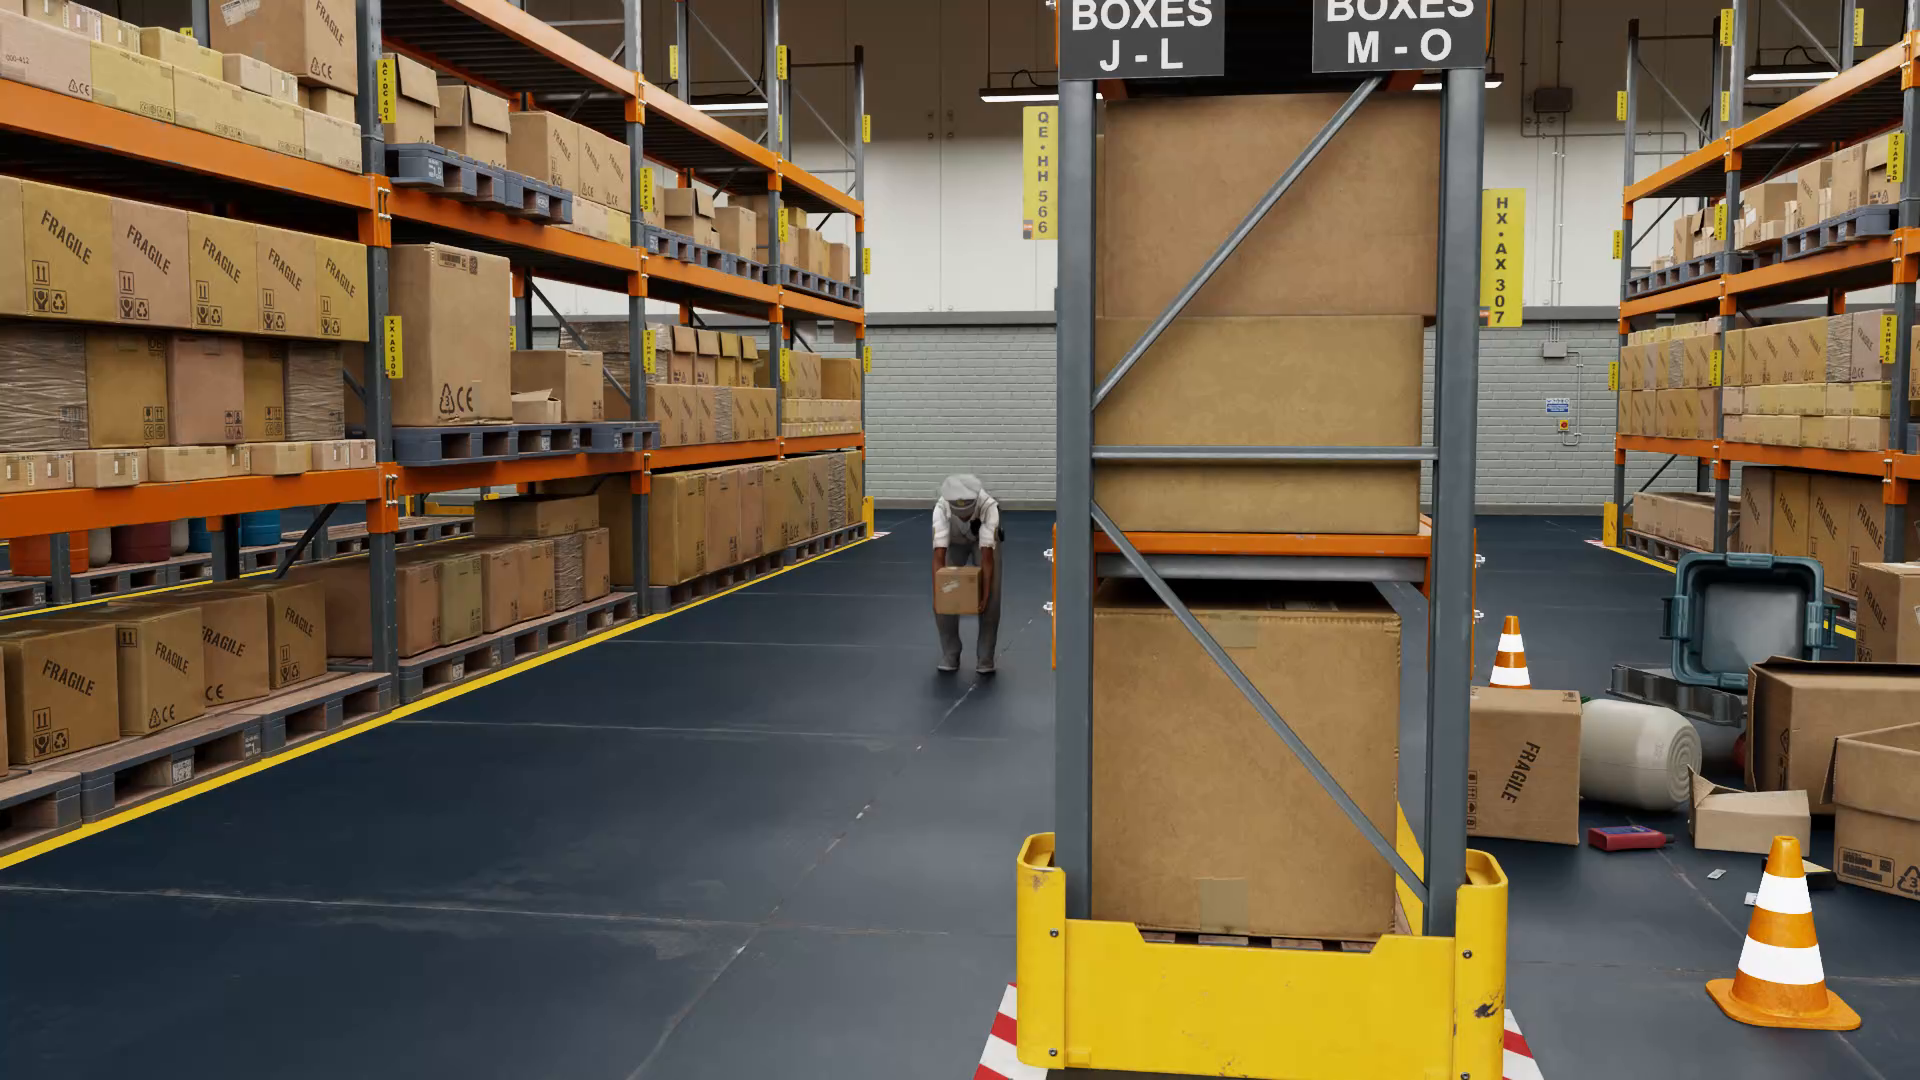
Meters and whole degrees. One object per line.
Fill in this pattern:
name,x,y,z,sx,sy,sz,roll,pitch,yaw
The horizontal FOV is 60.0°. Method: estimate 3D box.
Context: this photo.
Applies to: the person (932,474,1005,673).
person,0.033,0.205,10.083,0.427,1.230,0.909,1,5,6
